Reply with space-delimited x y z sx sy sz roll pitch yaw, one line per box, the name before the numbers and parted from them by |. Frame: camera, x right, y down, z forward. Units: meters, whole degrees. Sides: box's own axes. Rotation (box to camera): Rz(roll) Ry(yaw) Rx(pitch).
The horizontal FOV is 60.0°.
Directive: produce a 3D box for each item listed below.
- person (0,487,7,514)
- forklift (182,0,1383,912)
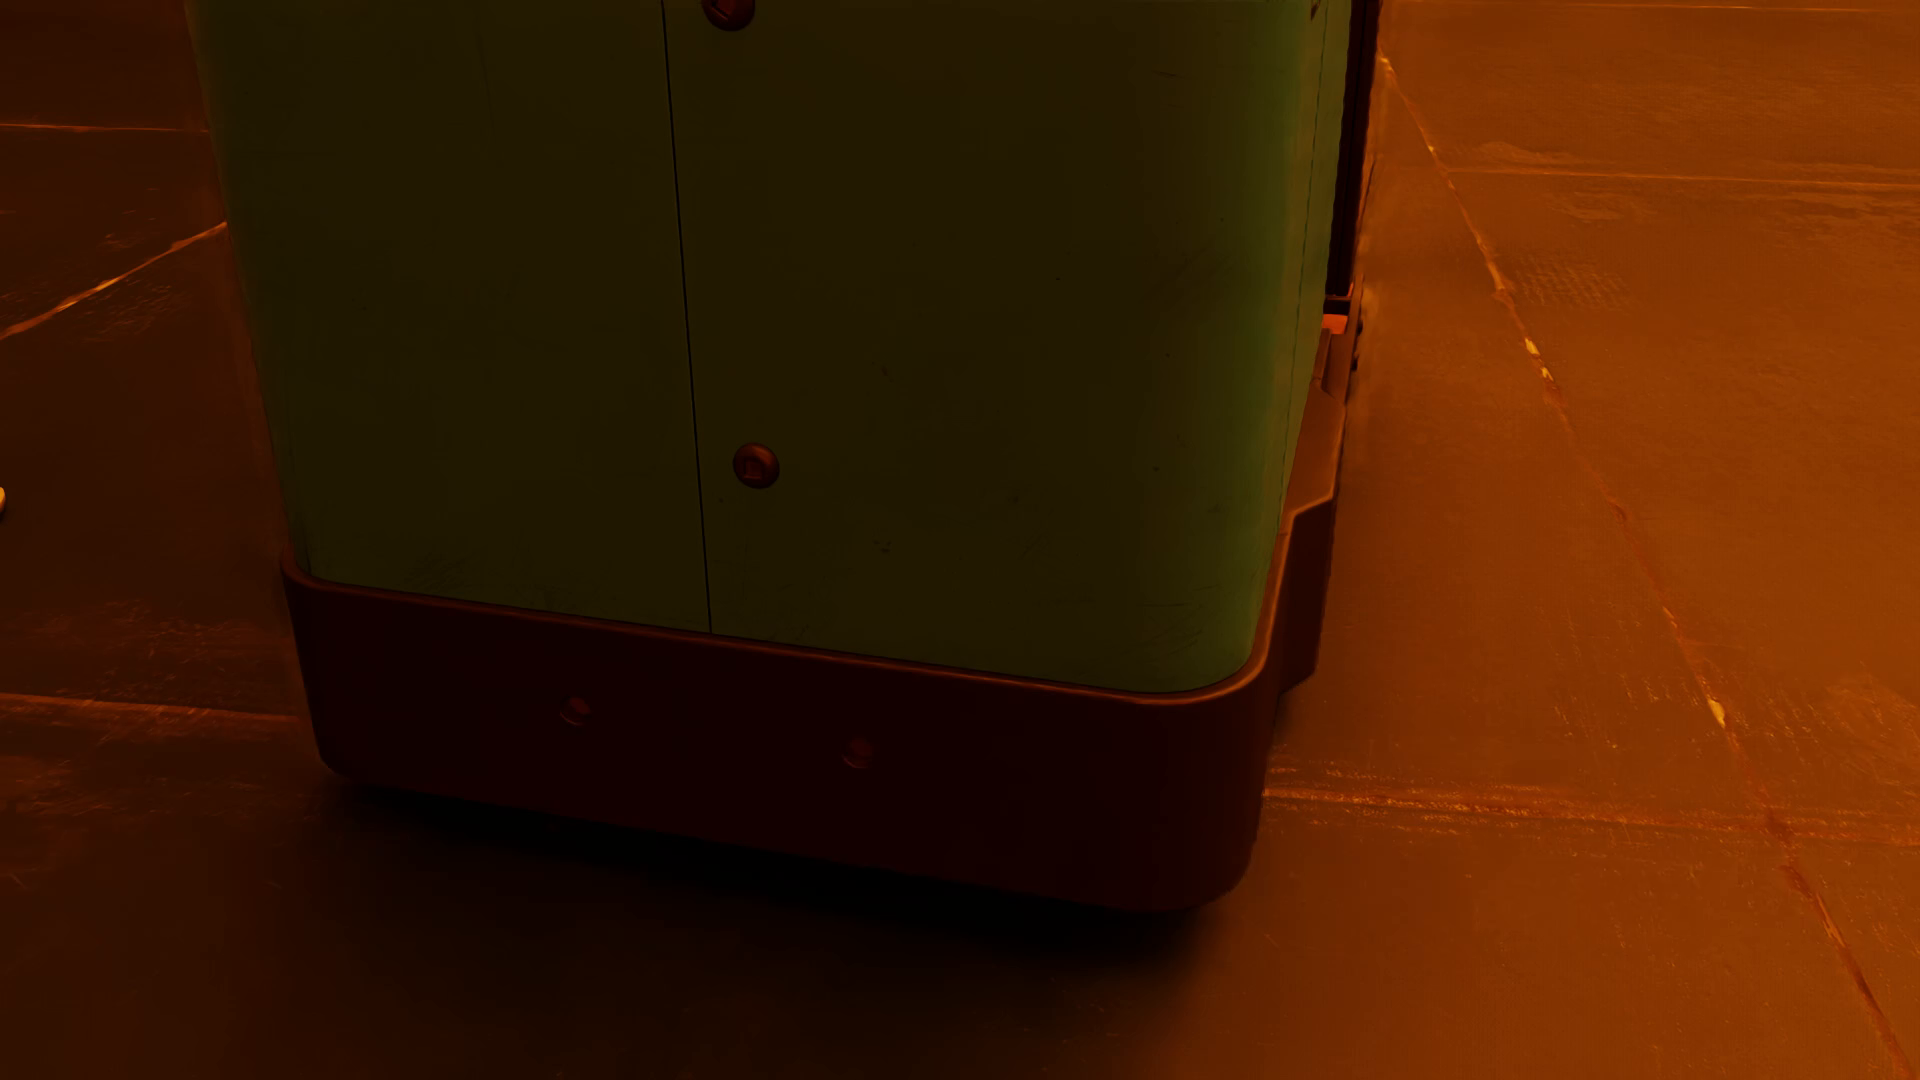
person | -1.804 -0.717 2.055 0.599 1.670 0.529 5 27 11
forklift | 0.144 -1.588 2.400 1.130 2.935 3.031 7 27 13
